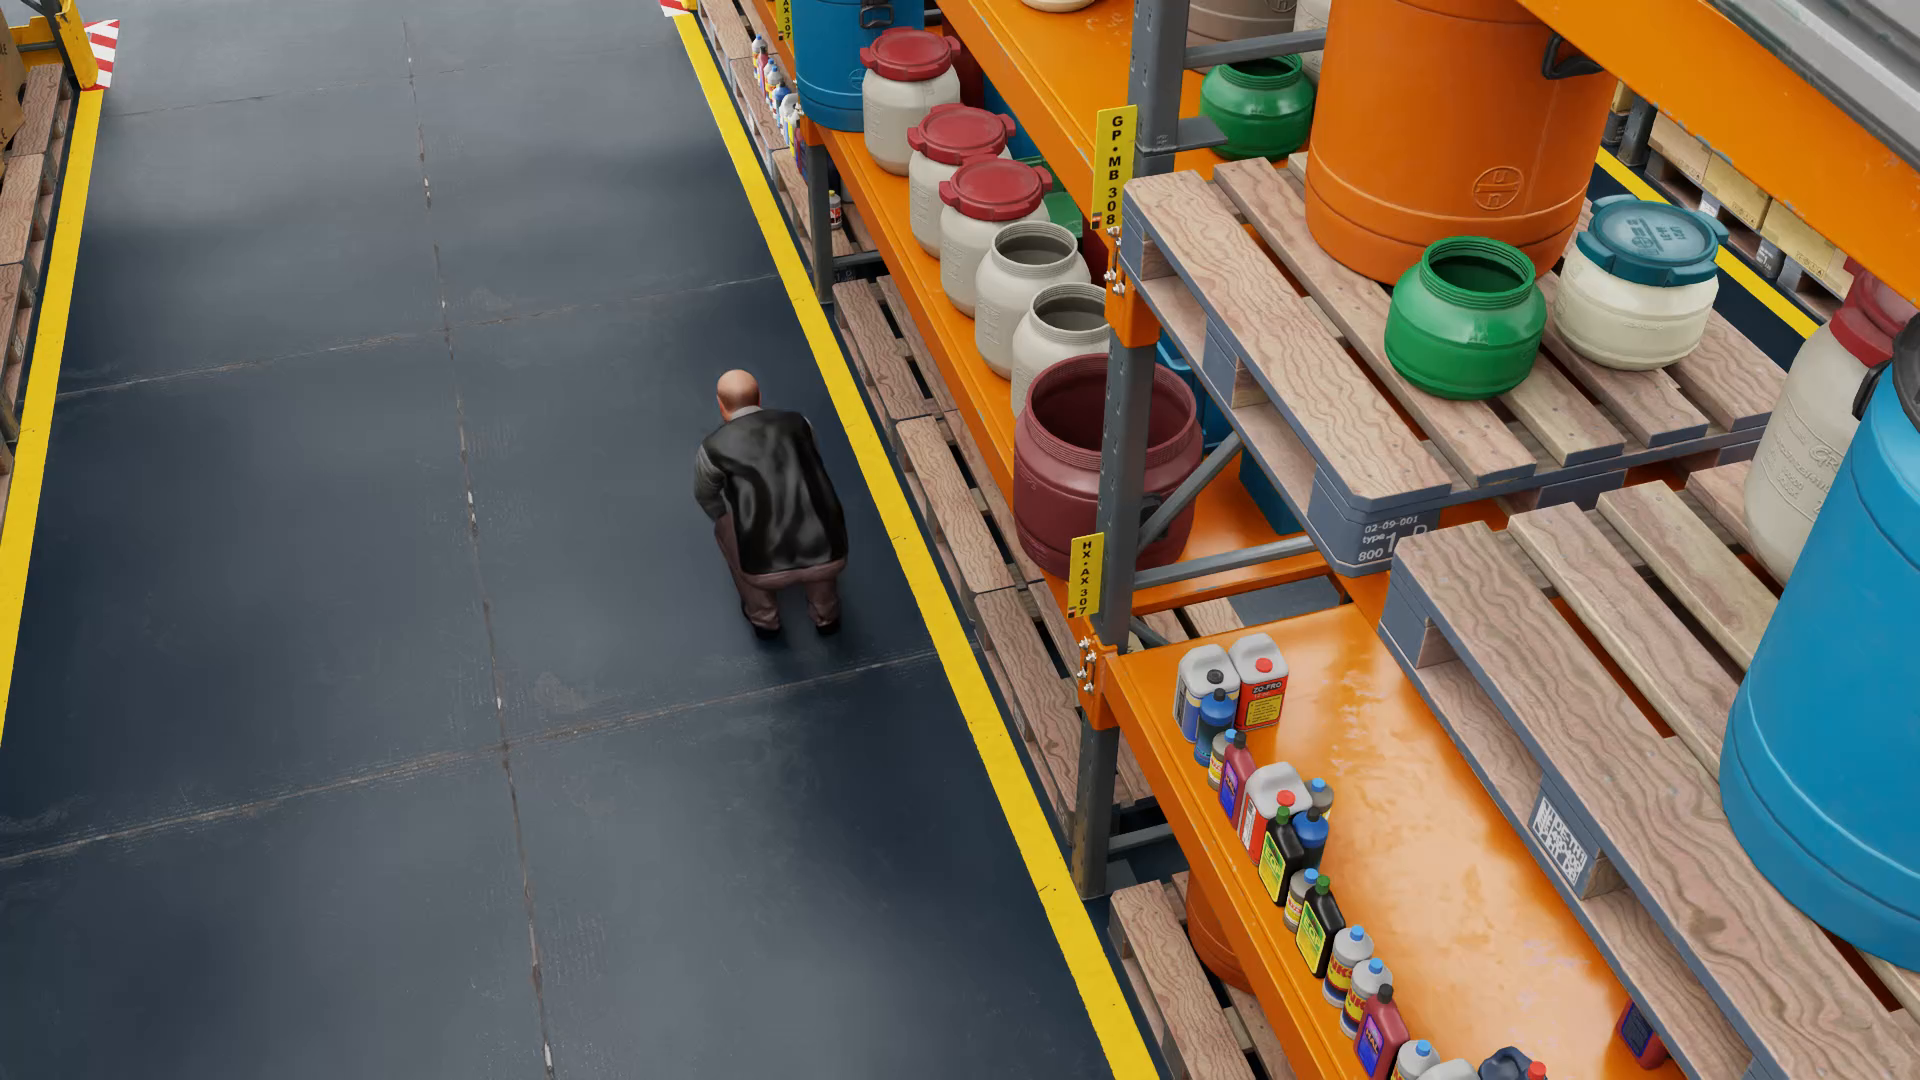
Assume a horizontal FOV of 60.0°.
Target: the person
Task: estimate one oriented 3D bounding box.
[{"bbox_3d":[-0.776,-0.097,6.855,0.542,0.970,0.855,-12,43,-13],"label":"person"}]
